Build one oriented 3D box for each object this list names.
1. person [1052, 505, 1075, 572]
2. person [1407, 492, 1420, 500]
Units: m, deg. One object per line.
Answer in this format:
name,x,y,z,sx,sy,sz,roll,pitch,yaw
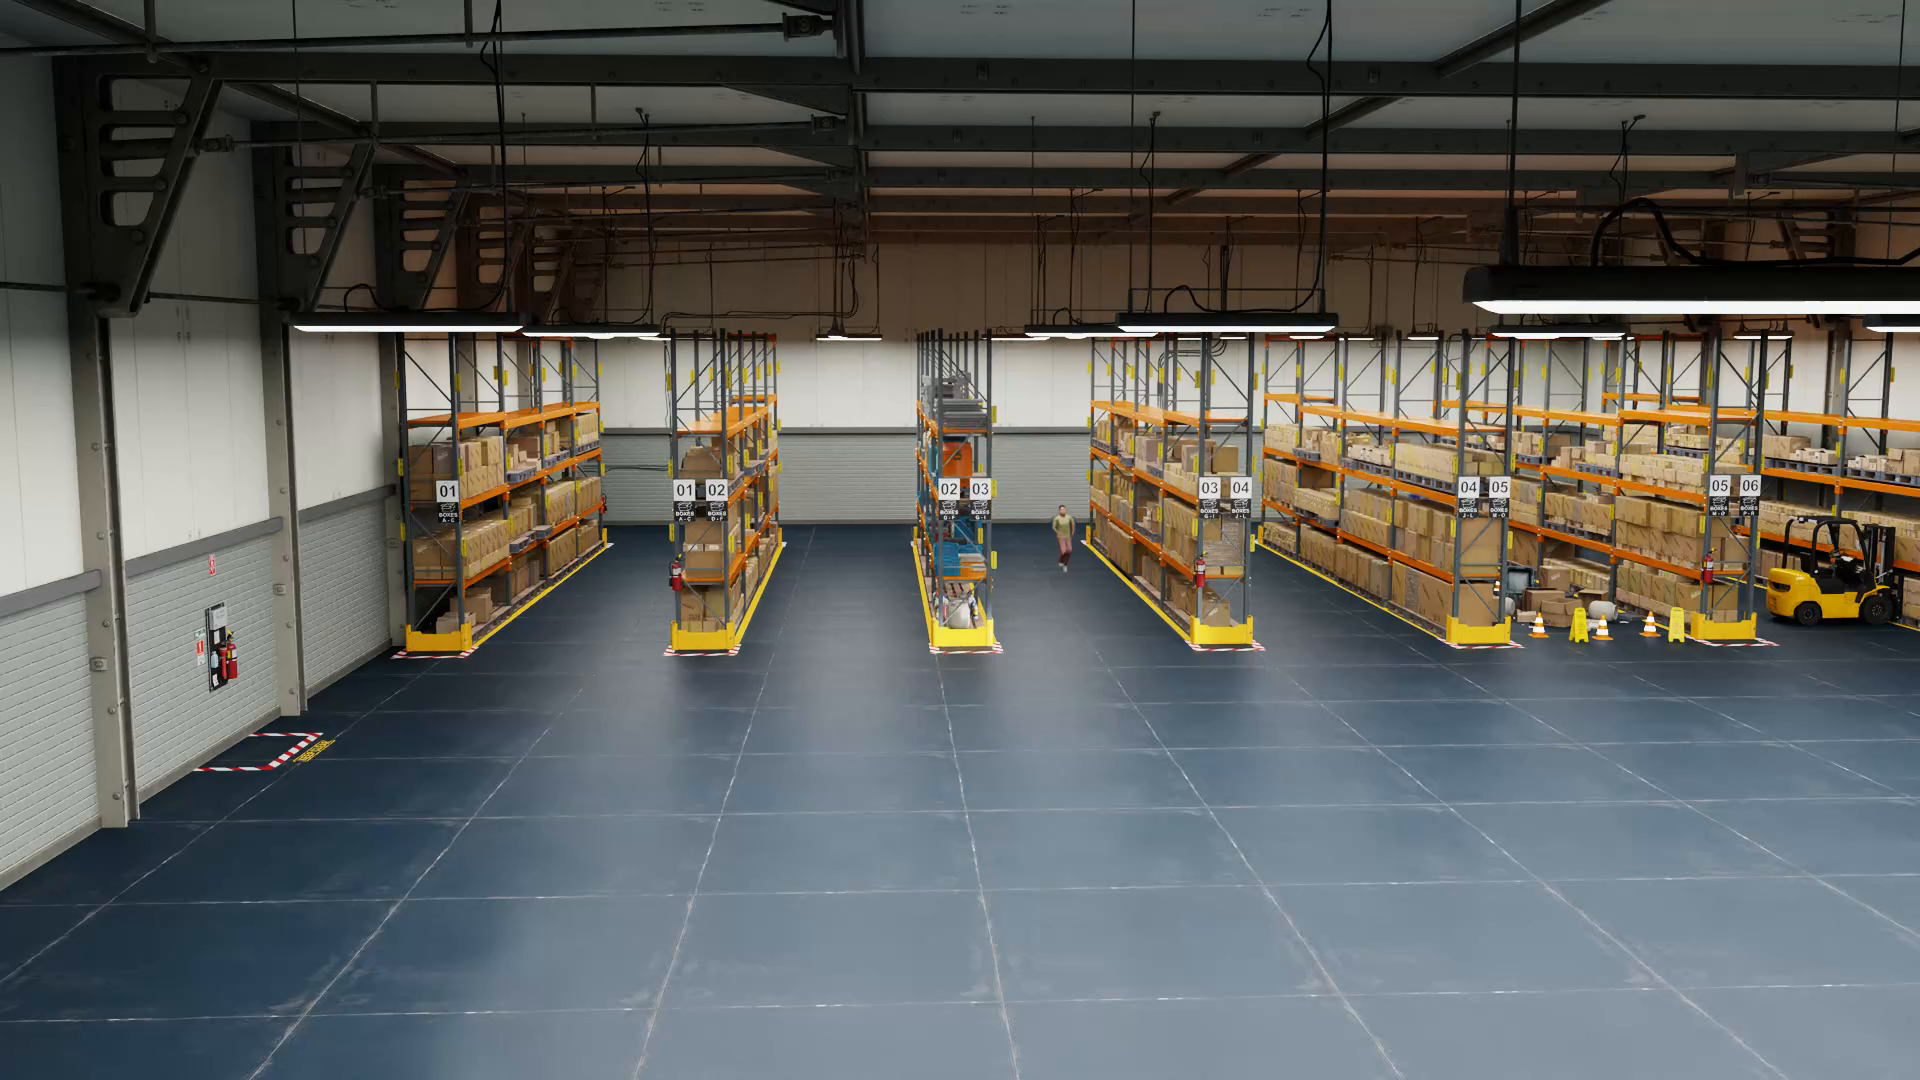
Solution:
person,2.545,-0.036,40.714,0.593,1.643,0.589,-1,7,-6
person,13.444,-0.917,49.497,0.632,1.677,0.586,3,7,21
